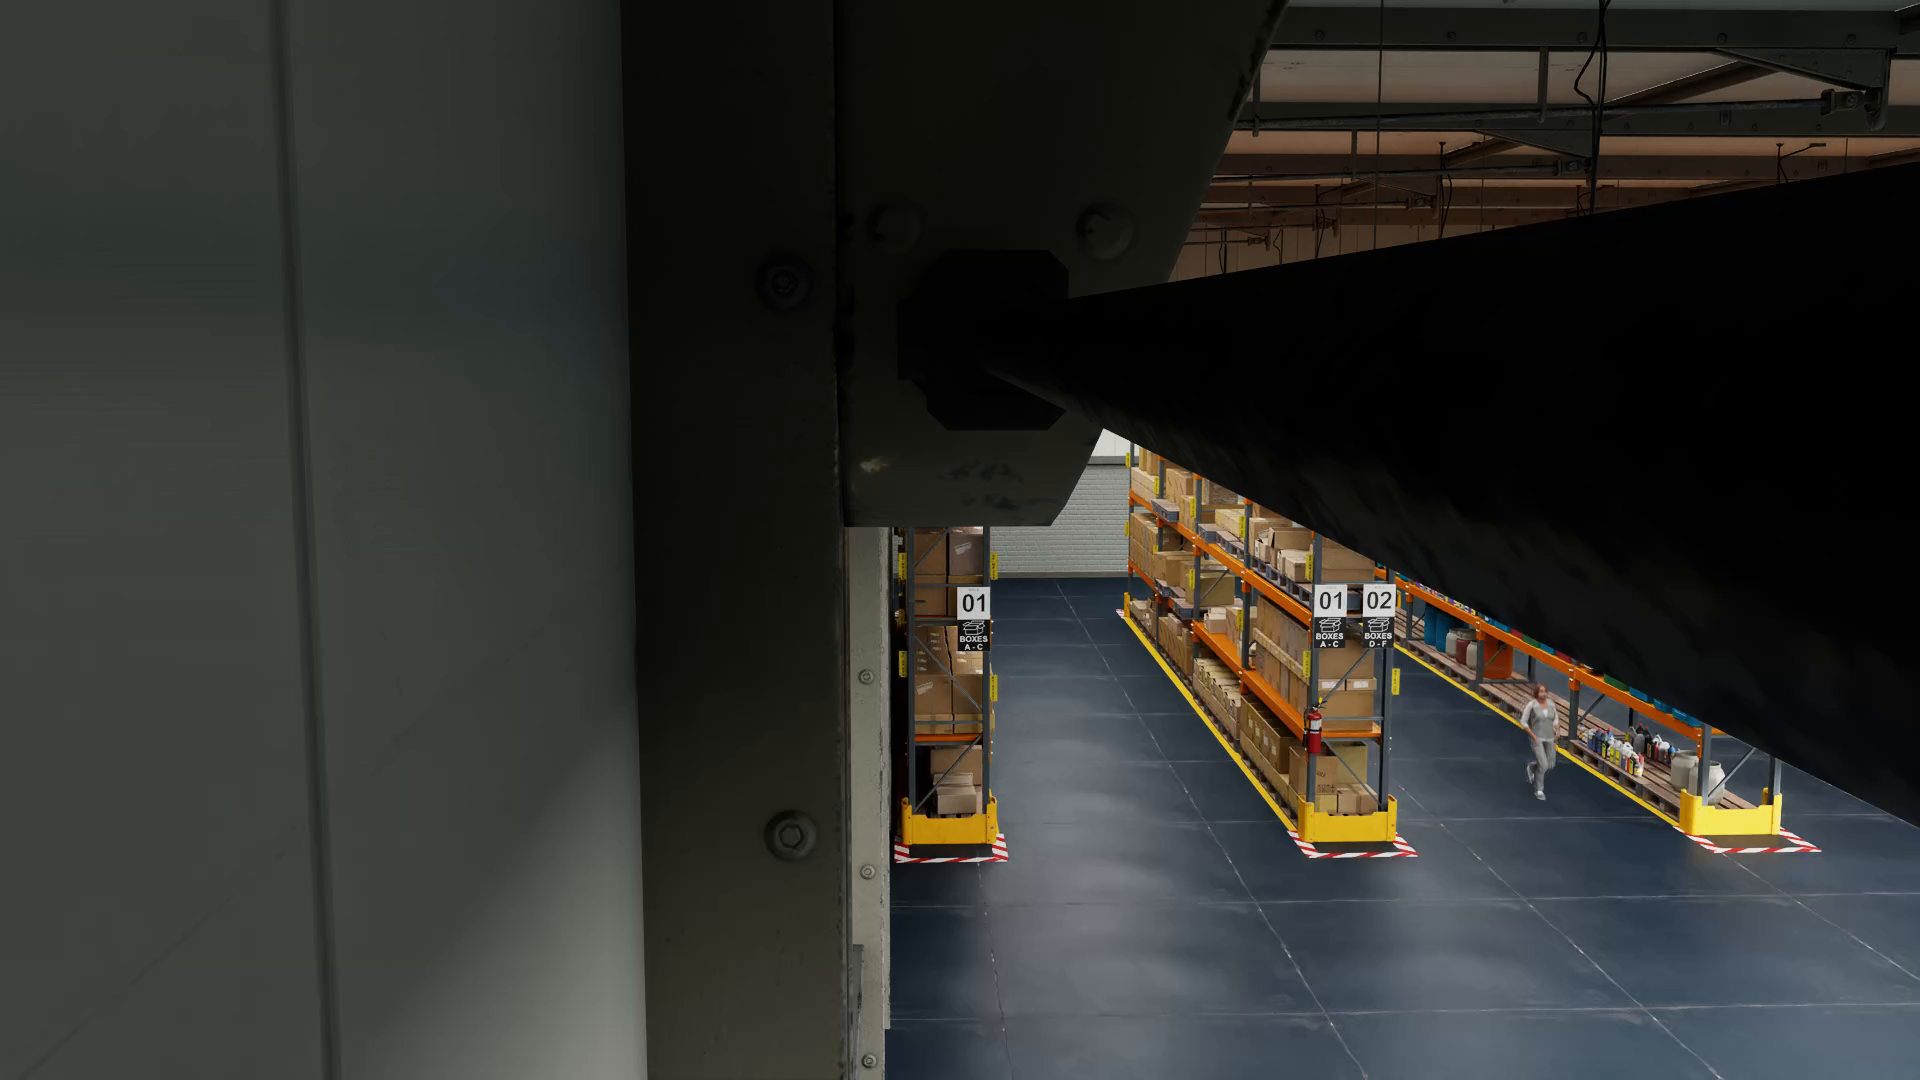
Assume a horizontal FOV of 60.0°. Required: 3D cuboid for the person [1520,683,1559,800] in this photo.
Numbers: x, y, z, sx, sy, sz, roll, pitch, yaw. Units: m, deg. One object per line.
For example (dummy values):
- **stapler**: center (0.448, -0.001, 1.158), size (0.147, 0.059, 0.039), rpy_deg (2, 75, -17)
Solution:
- **person**: center (7.828, 2.696, 22.492), size (0.536, 1.568, 0.505), rpy_deg (-1, 7, -8)
